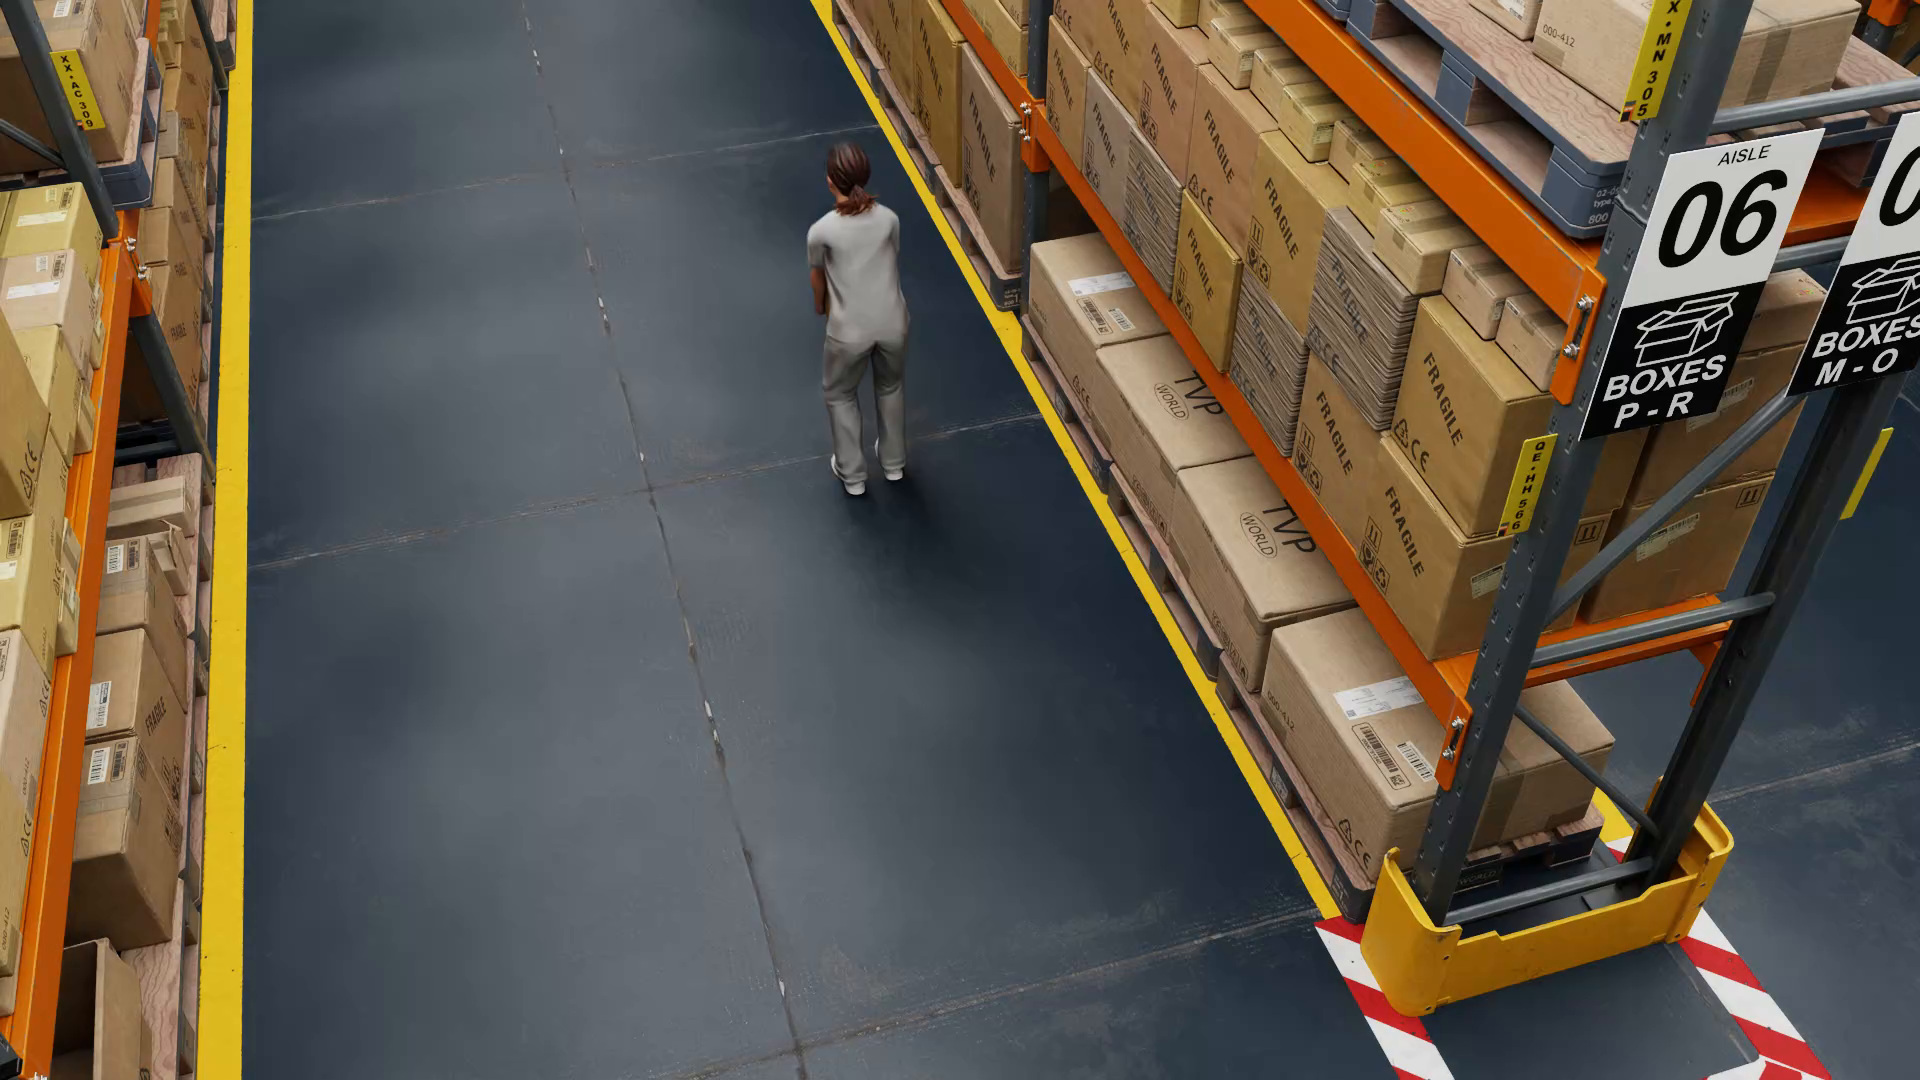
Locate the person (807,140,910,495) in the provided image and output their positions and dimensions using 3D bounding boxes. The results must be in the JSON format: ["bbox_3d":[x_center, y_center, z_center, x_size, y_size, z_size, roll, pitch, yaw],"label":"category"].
[{"bbox_3d":[-0.442,-0.961,7.241,0.410,1.646,0.525,-13,44,-14],"label":"person"}]
